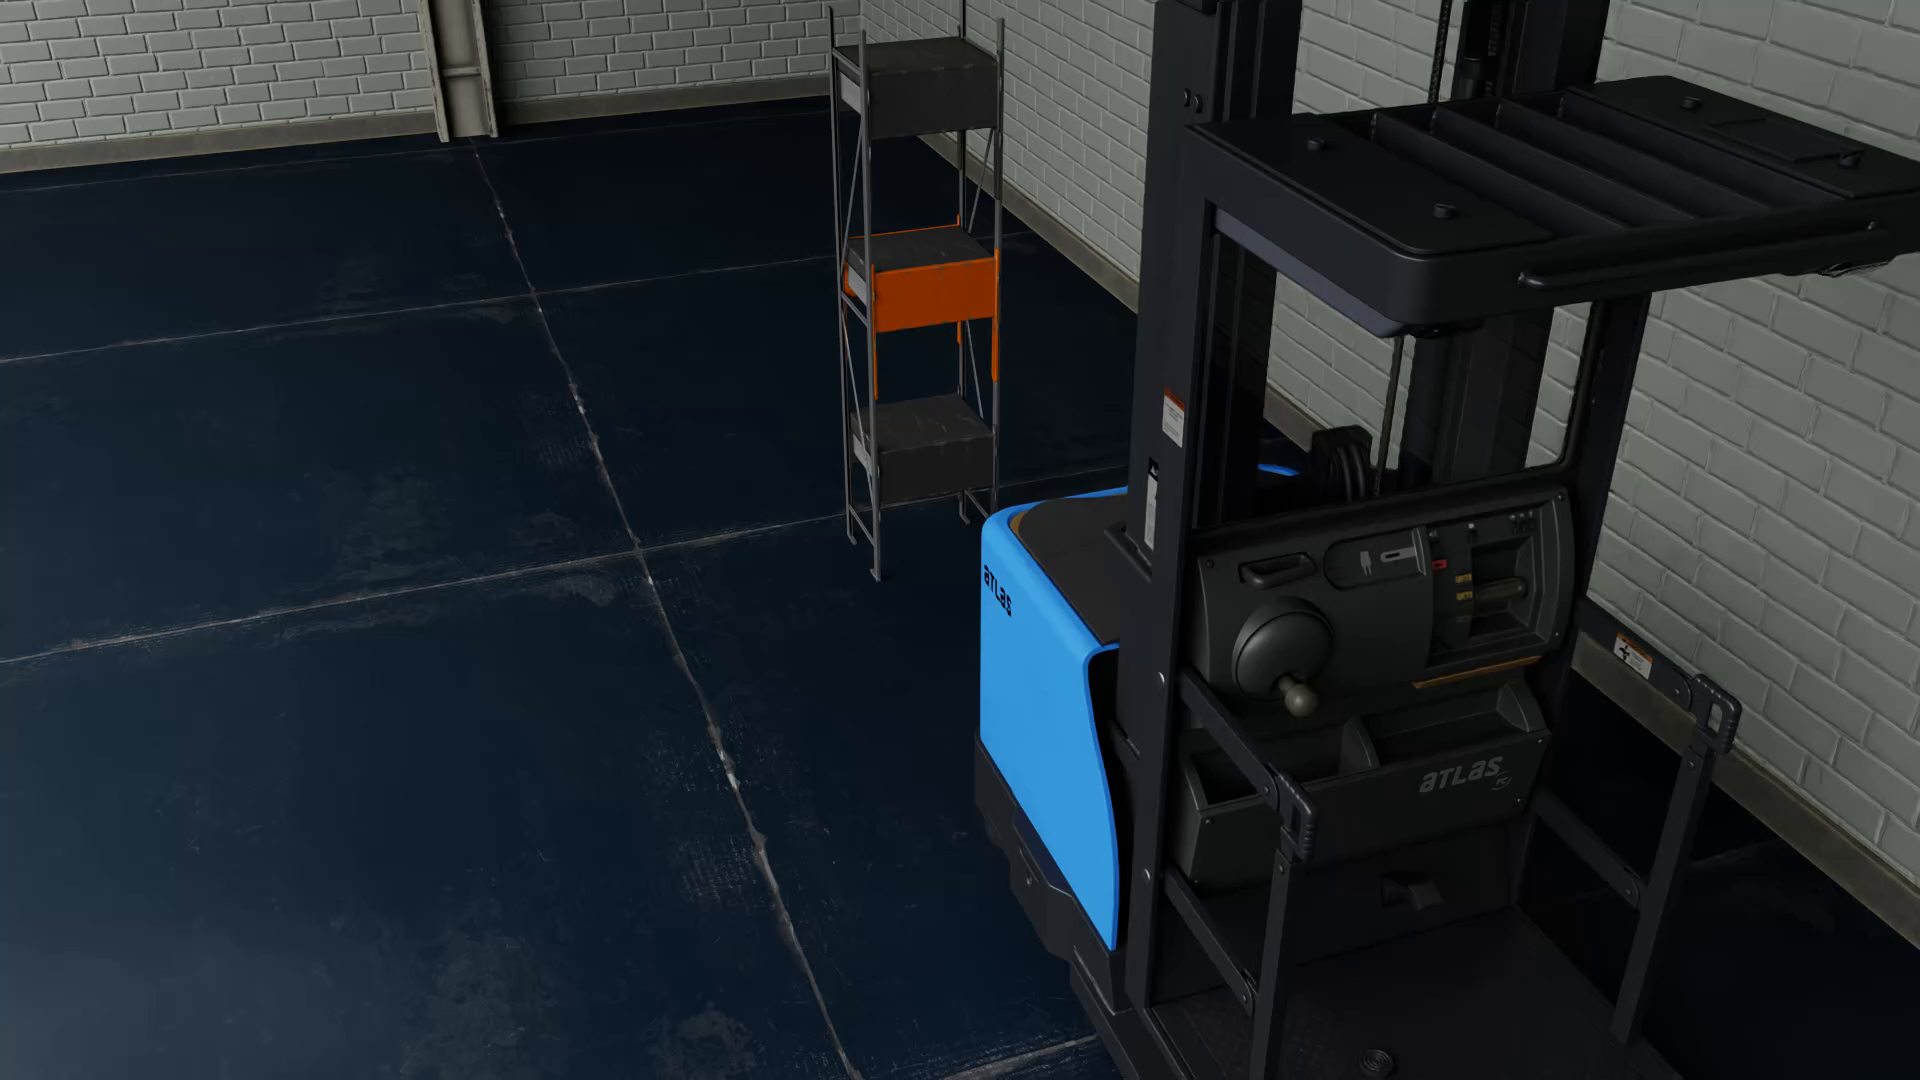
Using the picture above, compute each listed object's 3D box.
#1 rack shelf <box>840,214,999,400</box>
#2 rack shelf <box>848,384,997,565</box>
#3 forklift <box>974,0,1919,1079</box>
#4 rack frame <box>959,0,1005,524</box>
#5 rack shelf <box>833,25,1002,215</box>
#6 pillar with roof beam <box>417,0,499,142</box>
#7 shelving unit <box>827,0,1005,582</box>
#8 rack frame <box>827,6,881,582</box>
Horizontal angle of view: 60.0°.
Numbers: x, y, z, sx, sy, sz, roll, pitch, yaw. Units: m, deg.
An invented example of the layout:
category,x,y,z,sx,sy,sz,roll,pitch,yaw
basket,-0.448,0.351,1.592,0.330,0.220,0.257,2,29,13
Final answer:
category,x,y,z,sx,sy,sz,roll,pitch,yaw
rack shelf,-0.155,-0.872,6.187,0.480,0.518,0.431,-10,31,-18
rack shelf,-0.155,-0.264,6.533,0.480,0.518,0.431,-10,31,-18
forklift,1.020,0.179,3.476,1.130,2.935,3.031,-10,31,-17
rack frame,0.074,-0.926,6.254,0.015,2.100,0.400,-10,31,-18
rack shelf,-0.155,-1.480,5.840,0.480,0.518,0.431,-10,31,-18
pillar with roof beam,-1.995,-4.800,6.085,0.400,9.000,9.100,-10,31,-18
shelving unit,-0.155,-0.884,6.180,0.503,2.100,0.431,-10,31,-18
rack frame,-0.384,-0.842,6.106,0.015,2.100,0.400,-10,31,-18
